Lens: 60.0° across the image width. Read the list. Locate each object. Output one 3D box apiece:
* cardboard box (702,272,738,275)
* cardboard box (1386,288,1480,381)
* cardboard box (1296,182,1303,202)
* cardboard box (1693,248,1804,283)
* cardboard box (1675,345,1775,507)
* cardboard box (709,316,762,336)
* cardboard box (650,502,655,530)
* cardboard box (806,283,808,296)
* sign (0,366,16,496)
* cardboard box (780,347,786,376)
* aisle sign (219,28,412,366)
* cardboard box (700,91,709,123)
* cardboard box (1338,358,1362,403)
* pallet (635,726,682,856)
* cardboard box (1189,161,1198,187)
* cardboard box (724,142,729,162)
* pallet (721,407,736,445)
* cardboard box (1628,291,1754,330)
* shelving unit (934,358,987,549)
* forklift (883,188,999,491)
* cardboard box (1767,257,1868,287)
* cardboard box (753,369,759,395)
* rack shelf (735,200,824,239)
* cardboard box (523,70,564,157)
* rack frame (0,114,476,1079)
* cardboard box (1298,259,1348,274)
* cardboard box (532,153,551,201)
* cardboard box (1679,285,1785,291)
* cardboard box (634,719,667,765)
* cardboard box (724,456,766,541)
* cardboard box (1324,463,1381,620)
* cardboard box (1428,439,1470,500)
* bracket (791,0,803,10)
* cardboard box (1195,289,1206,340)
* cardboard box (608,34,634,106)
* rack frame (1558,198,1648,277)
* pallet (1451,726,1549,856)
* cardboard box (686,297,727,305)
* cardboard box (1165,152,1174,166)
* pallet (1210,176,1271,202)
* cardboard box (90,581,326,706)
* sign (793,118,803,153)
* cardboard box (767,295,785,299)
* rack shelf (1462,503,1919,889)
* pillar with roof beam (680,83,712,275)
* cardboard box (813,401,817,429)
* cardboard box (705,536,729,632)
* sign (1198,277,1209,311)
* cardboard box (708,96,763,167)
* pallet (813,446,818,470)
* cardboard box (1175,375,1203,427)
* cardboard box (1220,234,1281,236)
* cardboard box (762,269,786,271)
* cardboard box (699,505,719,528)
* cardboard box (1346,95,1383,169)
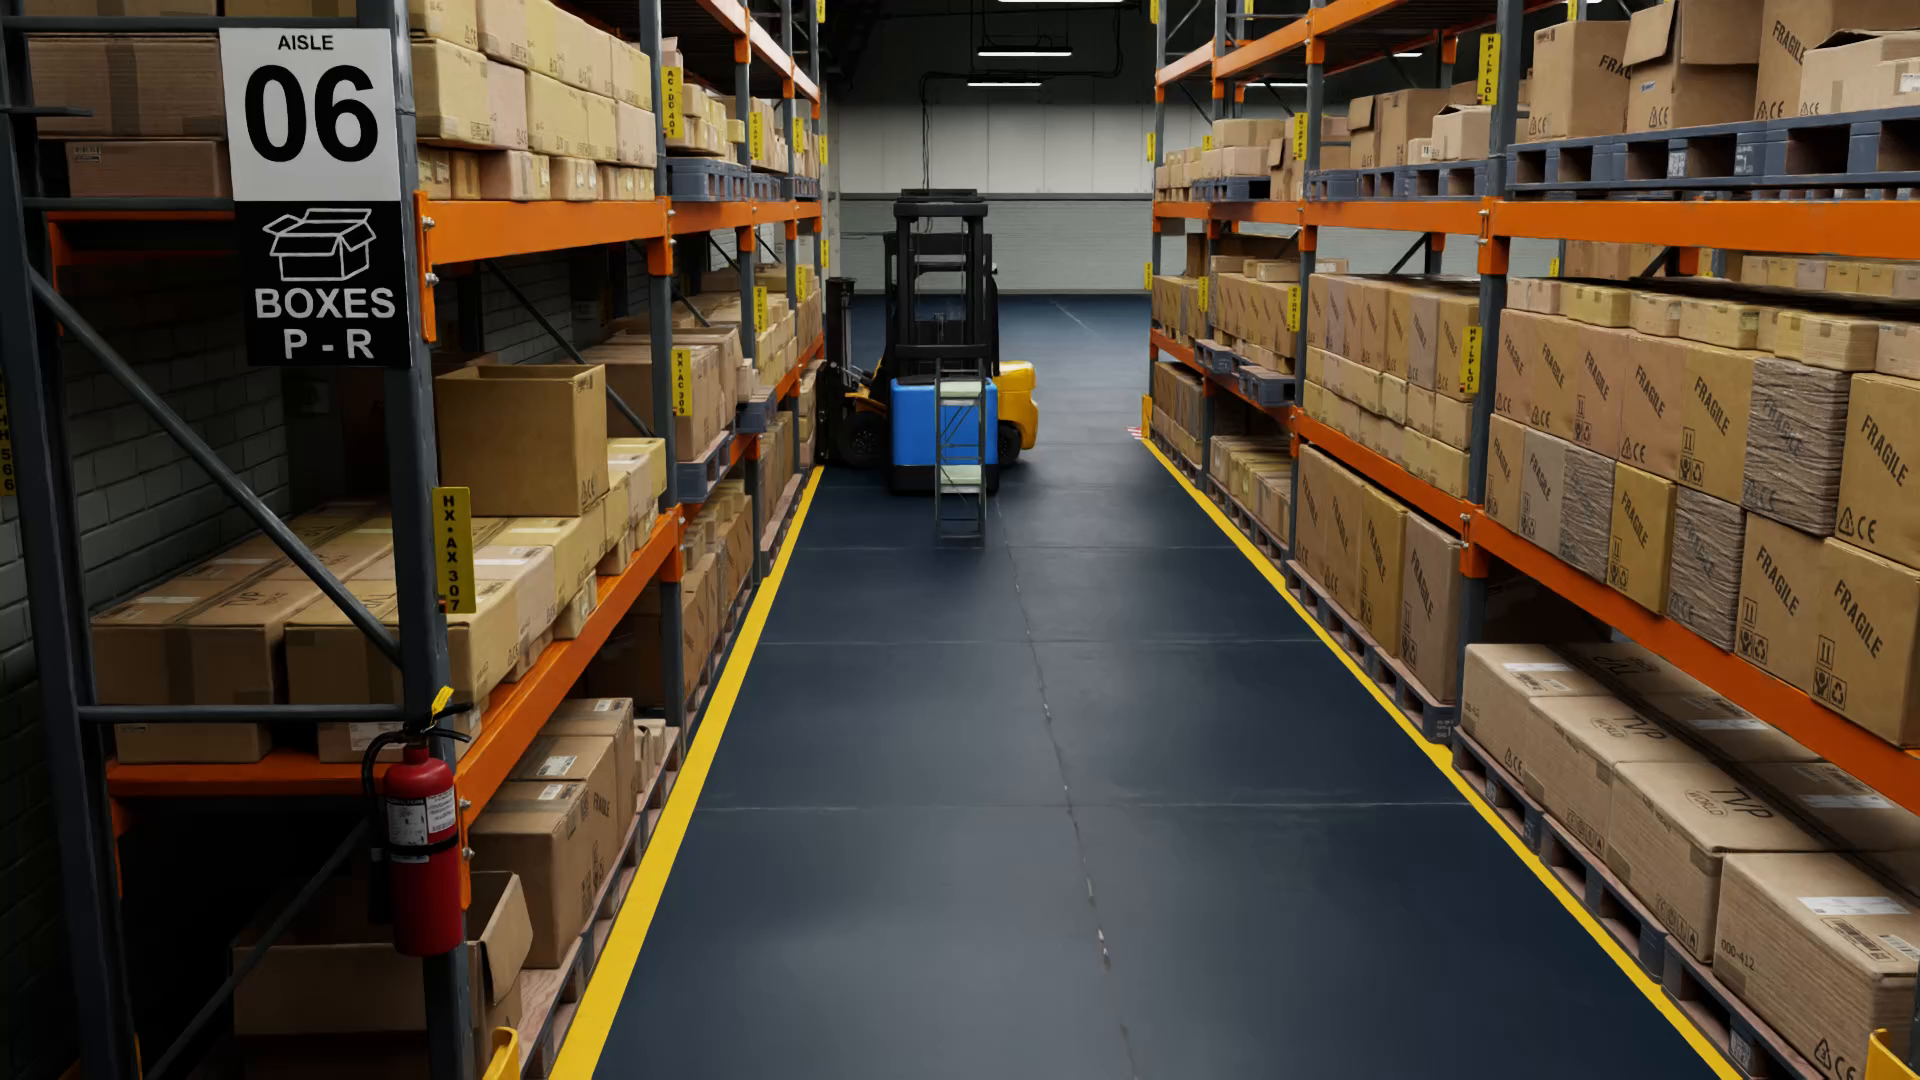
[{"bbox_3d":[-2.431,-2.658,16.986,0.380,0.149,0.250,0,11,-2],"label":"cardboard box"},{"bbox_3d":[2.787,-1.192,9.626,0.500,0.500,0.500,0,11,1],"label":"cardboard box"},{"bbox_3d":[2.744,-2.615,12.493,0.380,0.149,0.250,0,11,-1],"label":"cardboard box"},{"bbox_3d":[7.865,-2.669,16.577,0.875,0.550,0.550,0,11,-1],"label":"cardboard box"},{"bbox_3d":[2.844,-0.403,5.734,0.500,0.500,0.500,0,11,-1],"label":"cardboard box"},{"bbox_3d":[-1.708,-1.620,12.619,0.380,0.149,0.250,0,11,0],"label":"cardboard box"},{"bbox_3d":[-1.620,-0.104,7.658,0.380,0.149,0.250,0,11,0],"label":"cardboard box"},{"bbox_3d":[-1.827,-2.670,17.792,0.380,0.149,0.250,0,11,-2],"label":"cardboard box"},{"bbox_3d":[-2.379,-0.270,4.137,0.100,0.325,0.005,0,11,-1],"label":"sign"},{"bbox_3d":[-1.804,-1.560,14.580,0.500,0.250,0.500,0,11,-1],"label":"cardboard box"},{"bbox_3d":[-1.529,-0.807,3.956,0.394,0.787,0.004,0,11,-1],"label":"aisle sign"},{"bbox_3d":[-1.513,-2.253,8.651,0.380,0.149,0.250,0,11,-2],"label":"cardboard box"},{"bbox_3d":[2.745,-1.025,10.687,0.500,0.250,0.500,0,11,-1],"label":"cardboard box"},{"bbox_3d":[-1.893,1.162,7.799,1.003,0.211,1.213,0,11,-1],"label":"pallet"},{"bbox_3d":[2.601,-3.682,16.747,0.500,0.250,0.500,0,11,-2],"label":"cardboard box"},{"bbox_3d":[-1.755,-2.607,11.194,0.380,0.149,0.250,-1,11,-2],"label":"cardboard box"},{"bbox_3d":[-1.944,-0.655,10.228,1.003,0.211,1.213,0,11,-1],"label":"pallet"},{"bbox_3d":[2.880,-0.901,6.560,0.380,0.149,0.250,0,11,-1],"label":"cardboard box"},{"bbox_3d":[0.000,-0.736,13.917,0.431,1.500,0.755,0,11,-1],"label":"shelving unit"},{"bbox_3d":[-0.236,-2.157,17.318,1.130,2.935,3.031,-1,11,-4],"label":"forklift"},{"bbox_3d":[7.867,-2.331,15.237,0.700,0.500,0.500,0,11,-2],"label":"cardboard box"},{"bbox_3d":[-1.592,-1.090,11.461,0.380,0.149,0.250,0,11,0],"label":"cardboard box"},{"bbox_3d":[-2.113,-3.446,17.766,1.077,0.370,4.000,0,11,-1],"label":"rack shelf"},{"bbox_3d":[-1.589,-1.380,5.402,0.500,0.250,0.500,-1,11,-3],"label":"cardboard box"},{"bbox_3d":[-1.824,0.454,4.275,1.000,3.000,0.127,0,11,-1],"label":"rack frame"},{"bbox_3d":[3.183,-2.389,14.601,0.380,0.149,0.250,-1,11,-4],"label":"cardboard box"},{"bbox_3d":[-1.533,-1.162,5.330,0.380,0.149,0.250,0,11,-1],"label":"cardboard box"},{"bbox_3d":[3.296,-1.006,7.077,0.380,0.149,0.250,0,11,-2],"label":"cardboard box"},{"bbox_3d":[-1.601,0.960,7.897,0.380,0.149,0.250,-1,11,-3],"label":"cardboard box"},{"bbox_3d":[-1.988,-0.302,12.920,0.875,0.625,0.625,0,11,1],"label":"cardboard box"},{"bbox_3d":[2.919,-0.007,10.835,0.875,0.875,0.875,0,11,0],"label":"cardboard box"},{"bbox_3d":[2.795,-0.377,8.748,0.500,0.250,0.500,-1,11,-3],"label":"cardboard box"},{"bbox_3d":[-2.925,-9.593,29.656,0.235,0.232,0.430,0,11,-1],"label":"bracket"},{"bbox_3d":[2.633,-2.234,16.528,0.500,0.500,0.500,-1,11,-3],"label":"cardboard box"},{"bbox_3d":[-1.636,-1.928,6.846,0.500,0.250,0.500,0,11,-2],"label":"cardboard box"},{"bbox_3d":[7.755,-2.788,20.256,1.000,3.000,0.127,0,11,-1],"label":"rack frame"},{"bbox_3d":[2.994,1.156,7.830,1.003,0.211,1.213,0,11,-1],"label":"pallet"},{"bbox_3d":[-2.321,-2.124,15.101,0.380,0.149,0.250,0,11,-1],"label":"cardboard box"},{"bbox_3d":[2.507,-4.263,18.612,0.380,0.149,0.250,0,11,-1],"label":"cardboard box"},{"bbox_3d":[2.822,-3.001,14.235,1.213,0.211,1.003,0,11,-1],"label":"pallet"},{"bbox_3d":[-2.098,0.292,4.706,0.500,0.250,0.500,0,11,1],"label":"cardboard box"},{"bbox_3d":[-1.529,-3.813,15.673,0.100,0.325,0.005,0,11,-1],"label":"sign"},{"bbox_3d":[-1.819,-2.180,15.376,0.380,0.149,0.250,0,11,-2],"label":"cardboard box"},{"bbox_3d":[3.098,0.388,6.411,1.077,0.370,4.000,0,11,-1],"label":"rack shelf"},{"bbox_3d":[1.263,-5.542,18.743,9.100,9.000,0.400,0,11,-1],"label":"pillar with roof beam"},{"bbox_3d":[-1.784,-1.332,17.682,0.500,0.250,0.500,0,11,-2],"label":"cardboard box"},{"bbox_3d":[-1.723,0.273,10.399,0.500,0.500,0.500,-1,11,-3],"label":"cardboard box"},{"bbox_3d":[2.349,-2.373,16.033,0.100,0.325,0.005,0,11,-1],"label":"sign"},{"bbox_3d":[-1.760,-3.055,12.469,0.500,0.500,0.500,0,11,-1],"label":"cardboard box"},{"bbox_3d":[-2.074,-0.966,18.289,1.003,0.211,1.213,0,11,-1],"label":"pallet"},{"bbox_3d":[2.586,-1.497,17.867,0.500,0.500,0.500,0,11,2],"label":"cardboard box"},{"bbox_3d":[3.154,-3.130,18.428,0.700,0.500,0.500,0,11,-2],"label":"cardboard box"},{"bbox_3d":[-1.910,-2.814,17.752,0.380,0.149,0.250,0,11,-1],"label":"cardboard box"},{"bbox_3d":[-1.762,-0.129,10.748,0.380,0.149,0.250,0,11,-2],"label":"cardboard box"},{"bbox_3d":[3.132,-2.809,11.502,0.797,0.503,0.637,-1,12,-5],"label":"cardboard box"}]
